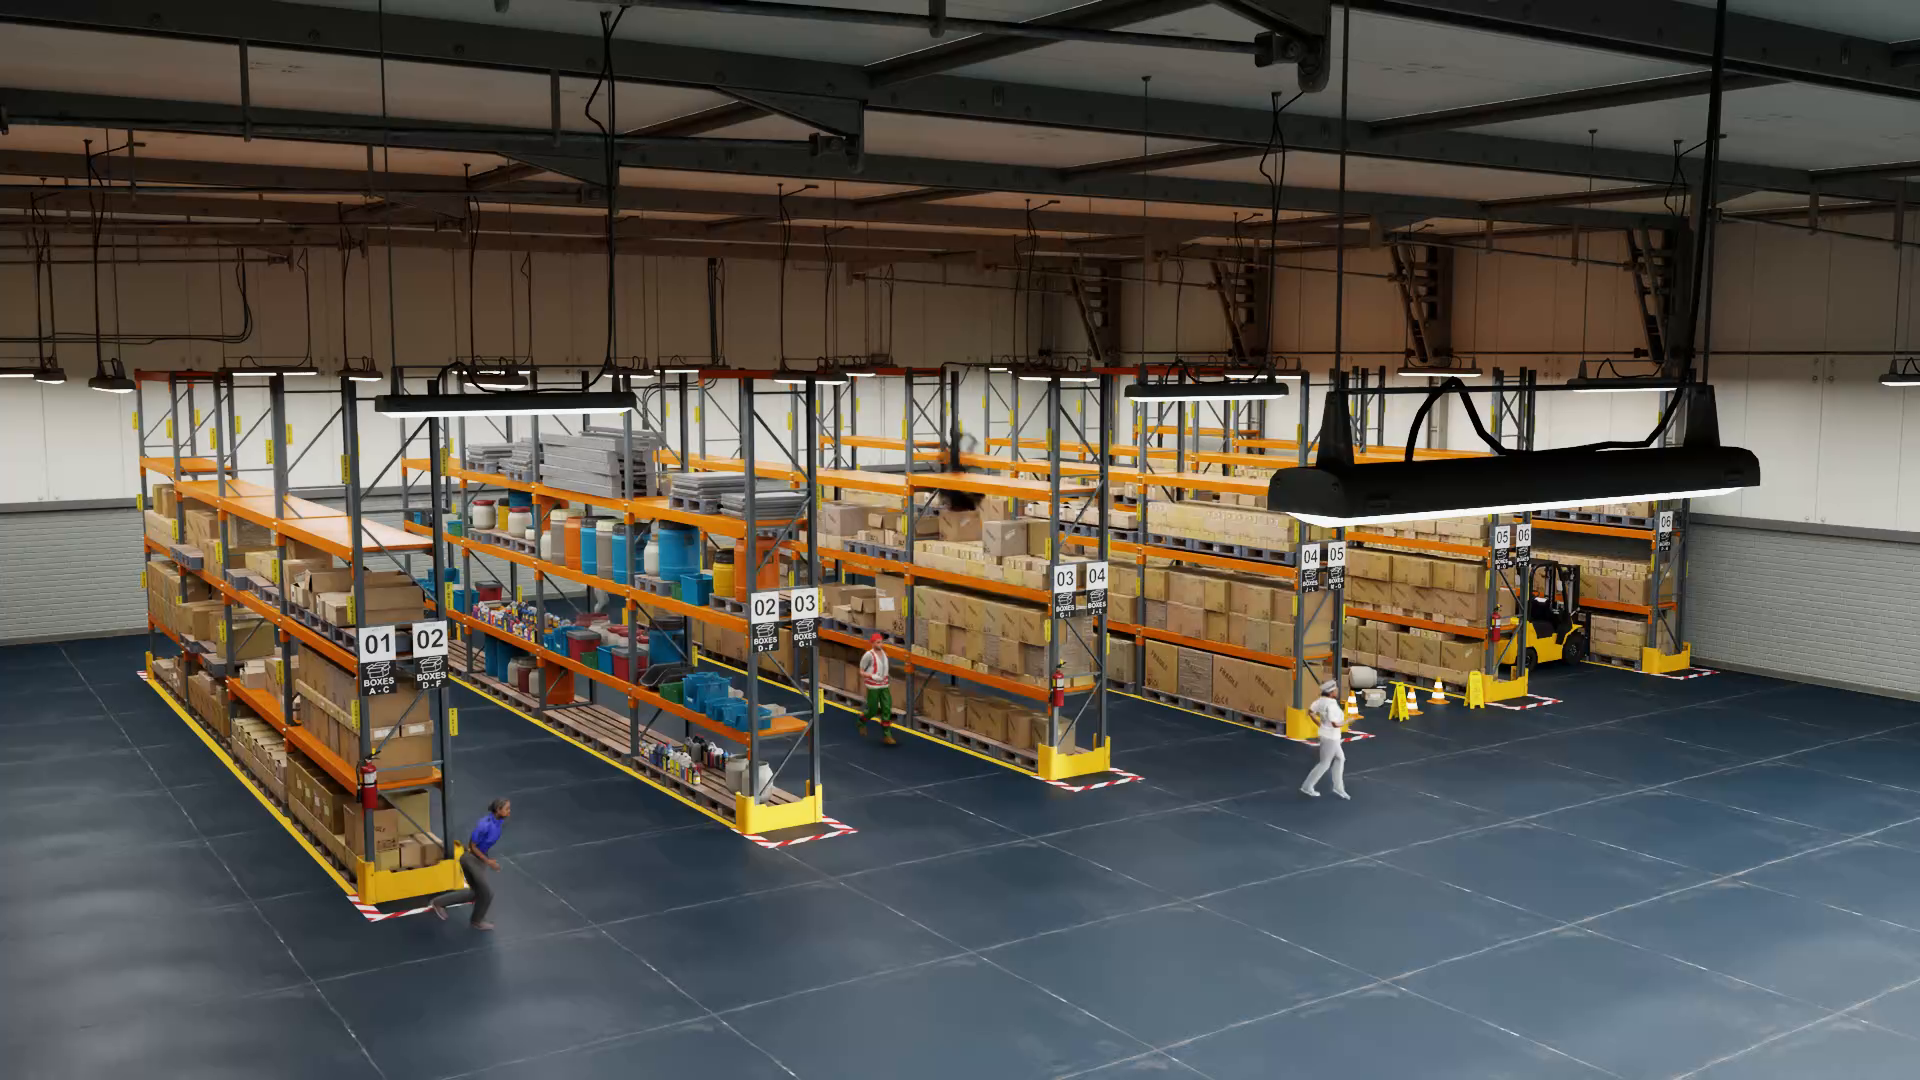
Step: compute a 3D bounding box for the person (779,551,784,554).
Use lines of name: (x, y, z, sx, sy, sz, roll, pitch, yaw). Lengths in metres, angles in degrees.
person: (-4.307, 1.035, 39.562, 0.637, 1.557, 0.496, 0, 6, 0)

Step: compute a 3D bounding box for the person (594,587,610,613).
person: (-8.419, 1.106, 38.954, 0.554, 1.650, 0.602, -2, 7, -15)

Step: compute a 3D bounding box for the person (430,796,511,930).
person: (-5.376, 3.553, 18.283, 0.925, 1.495, 0.550, 0, 6, 3)

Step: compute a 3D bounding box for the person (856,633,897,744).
person: (-1.342, 2.382, 26.913, 0.661, 1.767, 0.935, -6, 9, -41)

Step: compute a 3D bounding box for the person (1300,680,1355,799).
person: (5.194, 2.837, 23.508, 0.753, 1.752, 0.564, 0, 6, 0)
